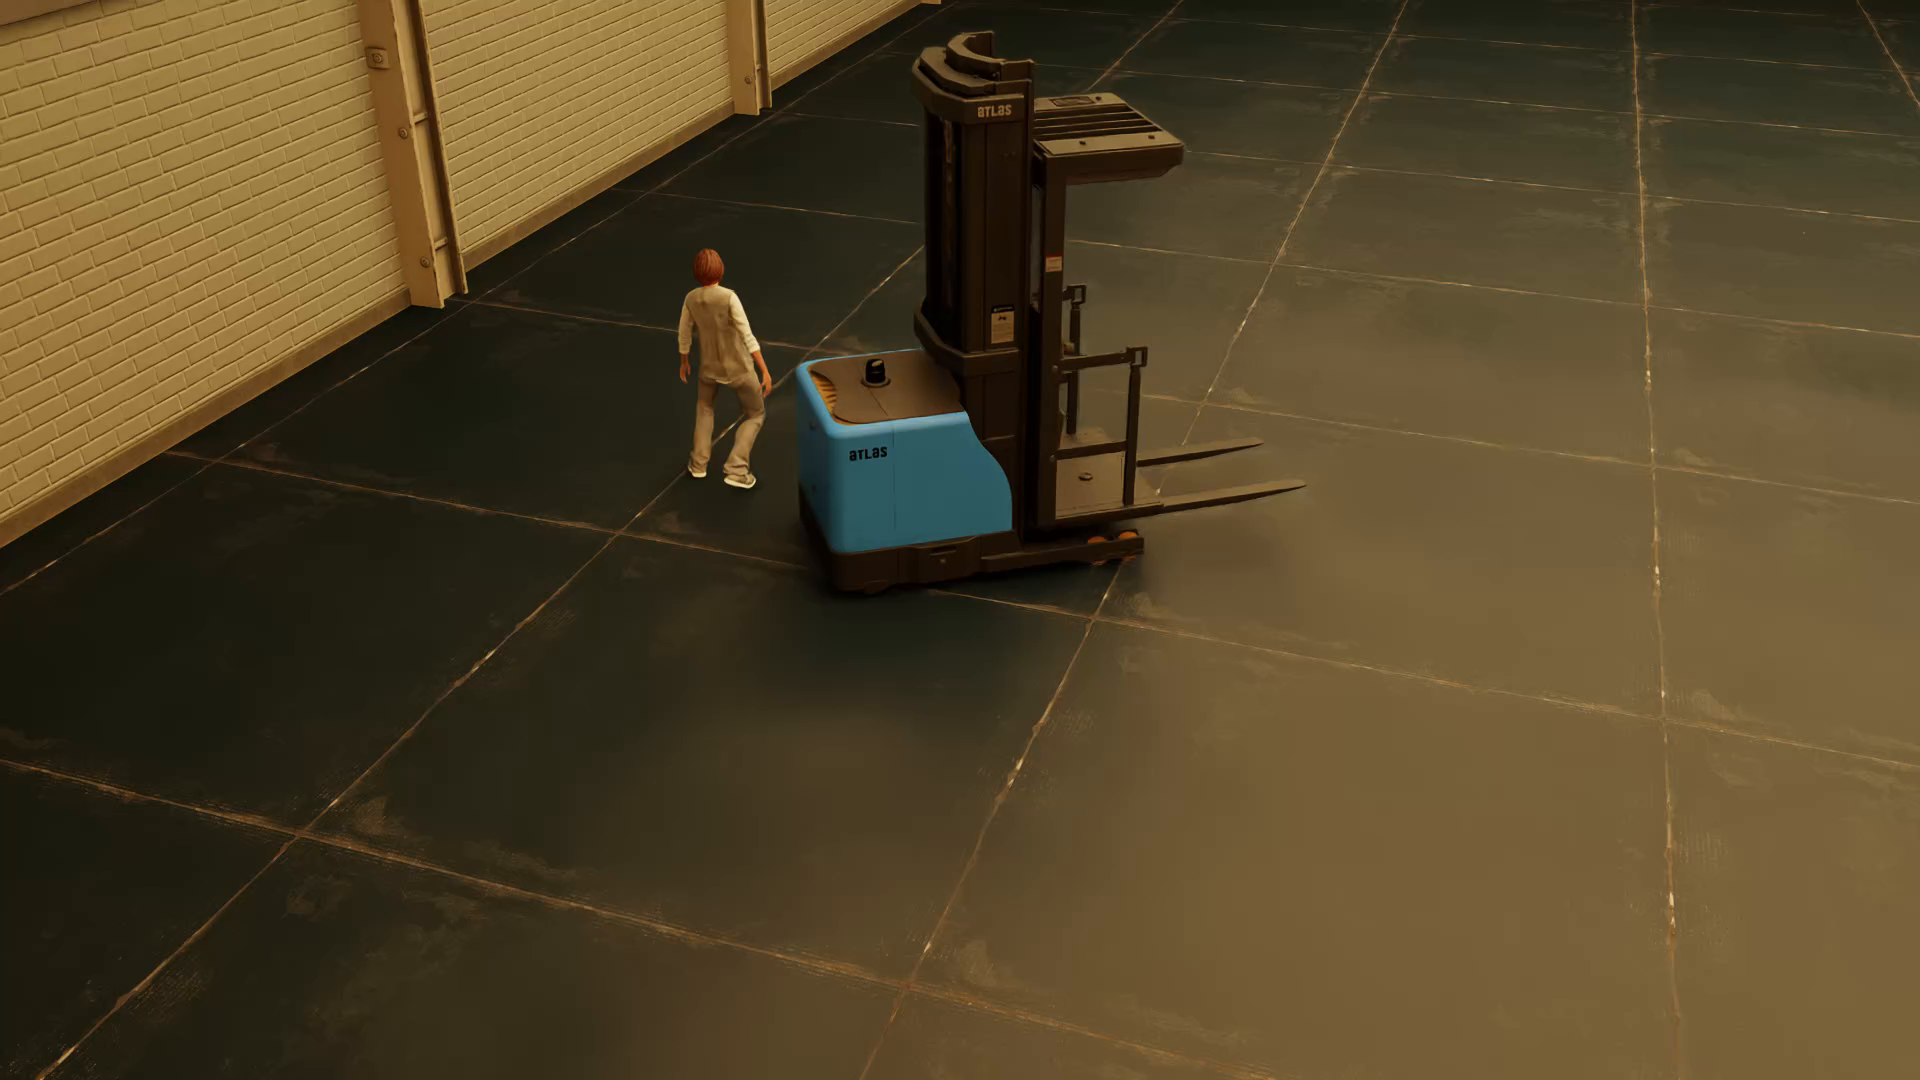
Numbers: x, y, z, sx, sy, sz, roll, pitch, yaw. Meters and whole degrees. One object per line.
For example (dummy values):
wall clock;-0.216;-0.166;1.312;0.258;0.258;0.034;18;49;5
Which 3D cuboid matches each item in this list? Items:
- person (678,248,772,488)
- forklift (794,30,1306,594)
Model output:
person;-1.484;-1.051;10.411;0.734;1.523;0.436;14;33;23
forklift;0.590;-1.368;9.536;3.031;2.935;1.130;-8;31;-14
